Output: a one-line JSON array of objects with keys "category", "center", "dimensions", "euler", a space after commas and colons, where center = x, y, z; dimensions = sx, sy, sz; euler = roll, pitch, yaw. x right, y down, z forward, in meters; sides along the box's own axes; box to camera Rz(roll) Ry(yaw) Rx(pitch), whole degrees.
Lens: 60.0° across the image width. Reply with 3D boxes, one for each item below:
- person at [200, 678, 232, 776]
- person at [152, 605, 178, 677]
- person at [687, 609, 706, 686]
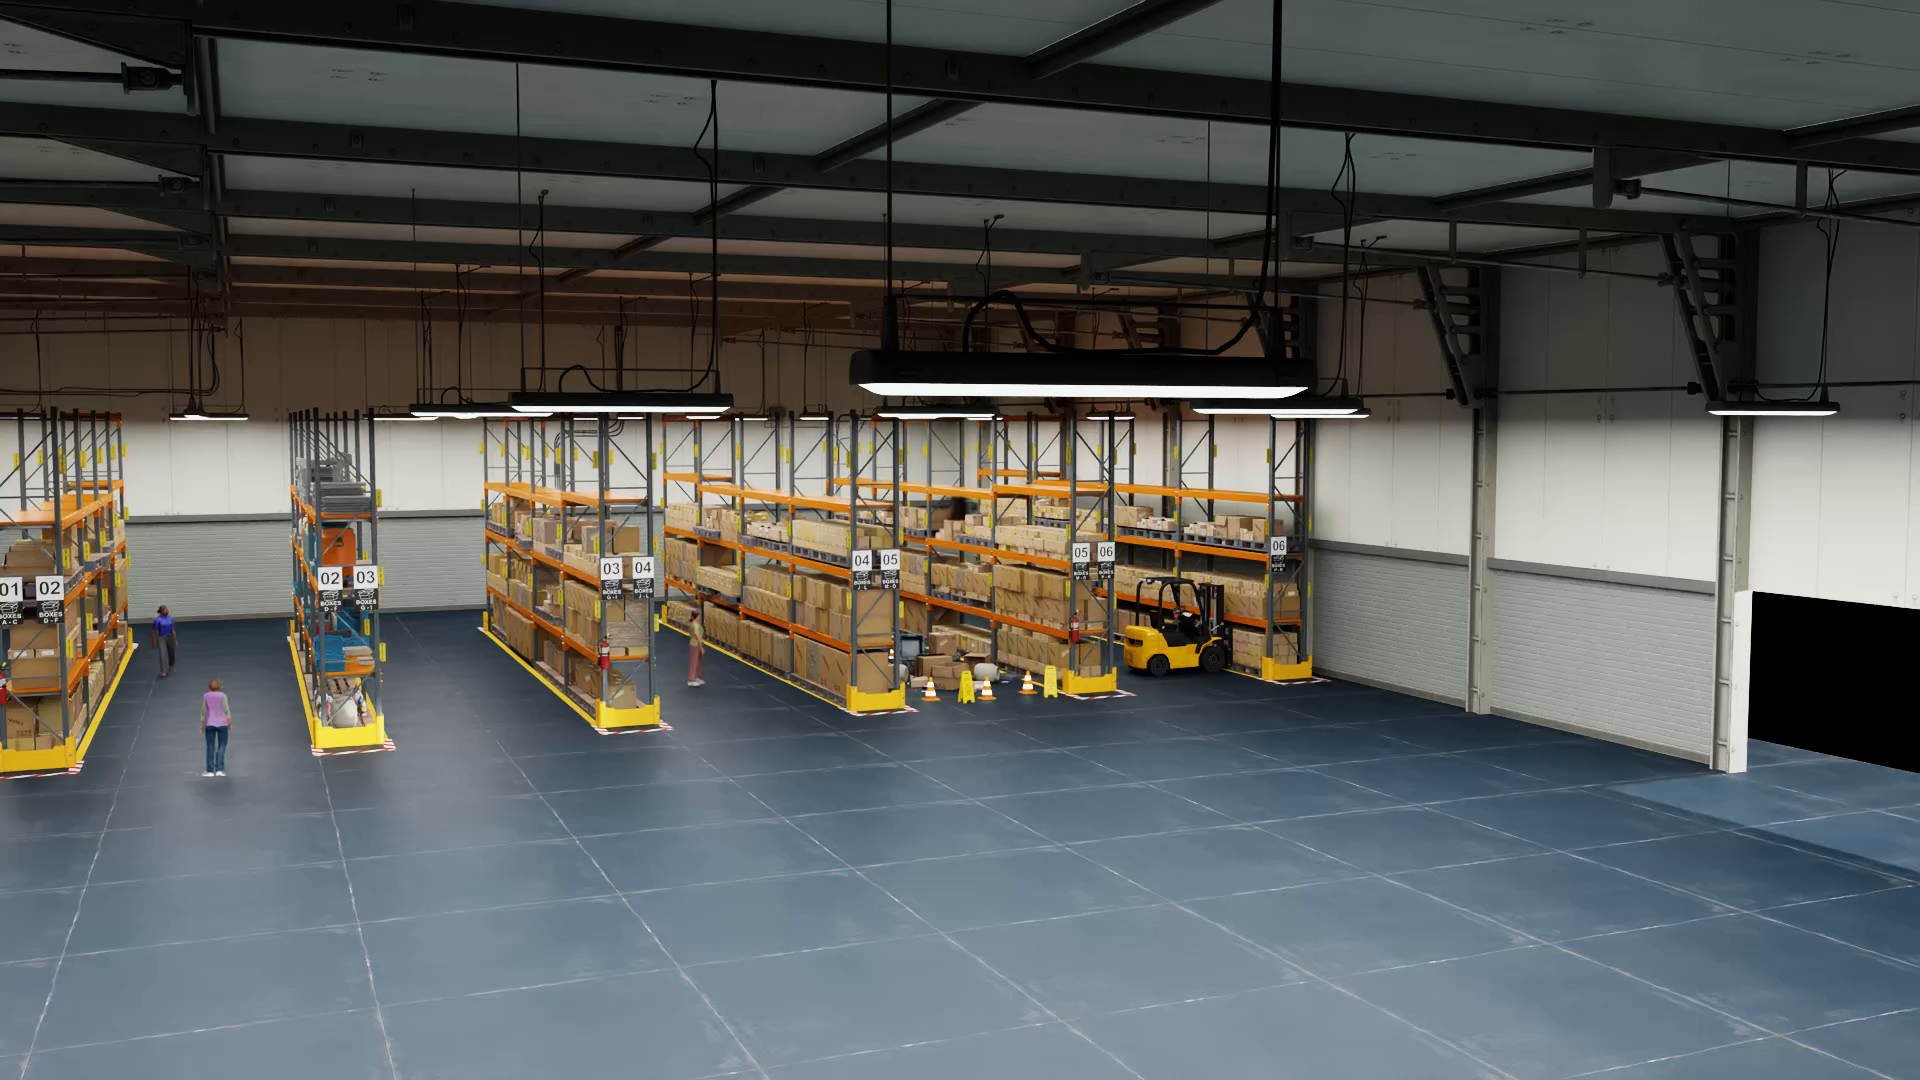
[{"category": "person", "center": [-12.066, 3.043, 26.942], "dimensions": [0.520, 1.629, 0.357], "euler": [0, 4, -5]}, {"category": "person", "center": [-18.050, 2.276, 37.726], "dimensions": [0.542, 1.580, 0.908], "euler": [-2, 5, -29]}, {"category": "person", "center": [-5.771, 2.359, 36.389], "dimensions": [0.428, 1.708, 0.595], "euler": [-1, 4, -9]}]
